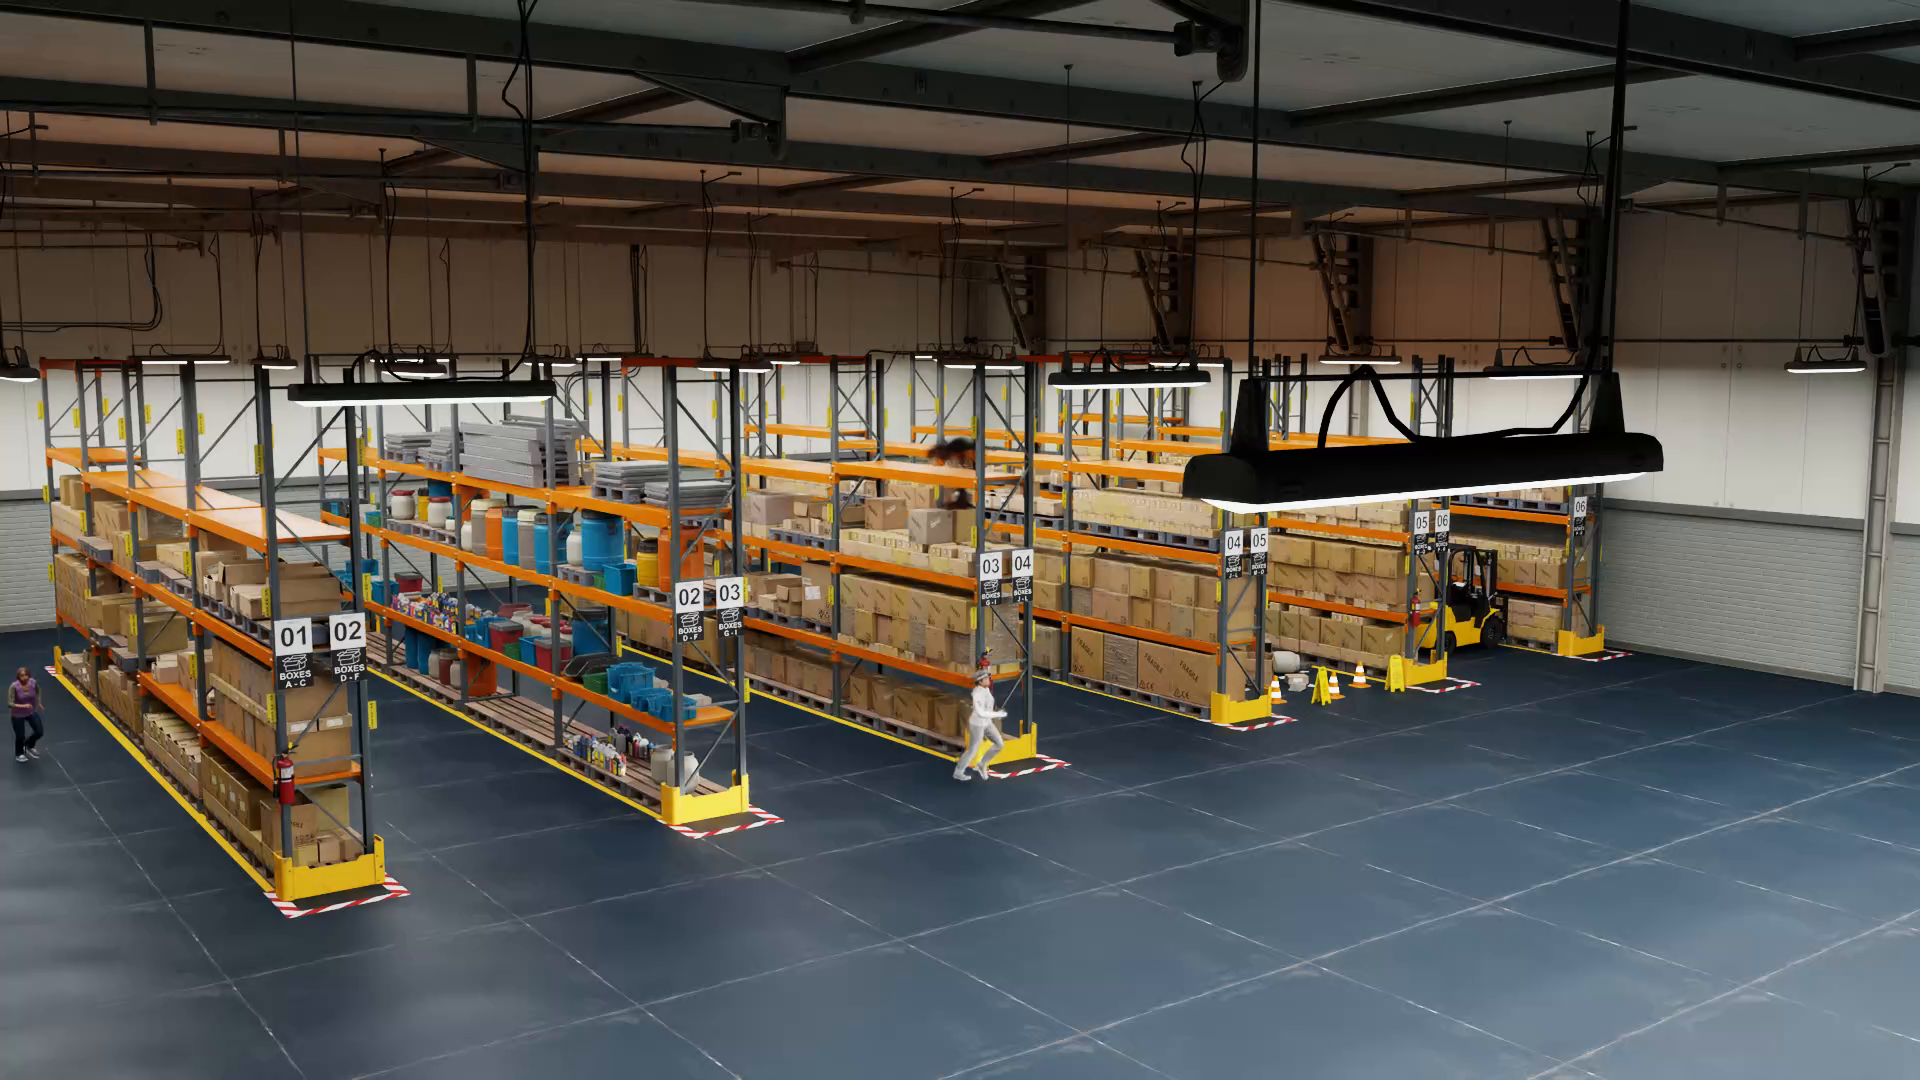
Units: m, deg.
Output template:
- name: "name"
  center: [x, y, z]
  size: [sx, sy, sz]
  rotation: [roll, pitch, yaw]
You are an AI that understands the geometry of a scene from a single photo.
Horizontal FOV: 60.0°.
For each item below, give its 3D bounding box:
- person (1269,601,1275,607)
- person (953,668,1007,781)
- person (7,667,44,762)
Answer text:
- name: "person"
  center: [6.963, 1.216, 35.869]
  size: [0.574, 1.657, 0.956]
  rotation: [-7, 9, -44]
- name: "person"
  center: [0.316, 2.635, 23.784]
  size: [0.805, 1.646, 0.611]
  rotation: [3, 7, 24]
- name: "person"
  center: [-13.965, 2.612, 24.865]
  size: [0.793, 1.493, 0.543]
  rotation: [6, 9, 42]
